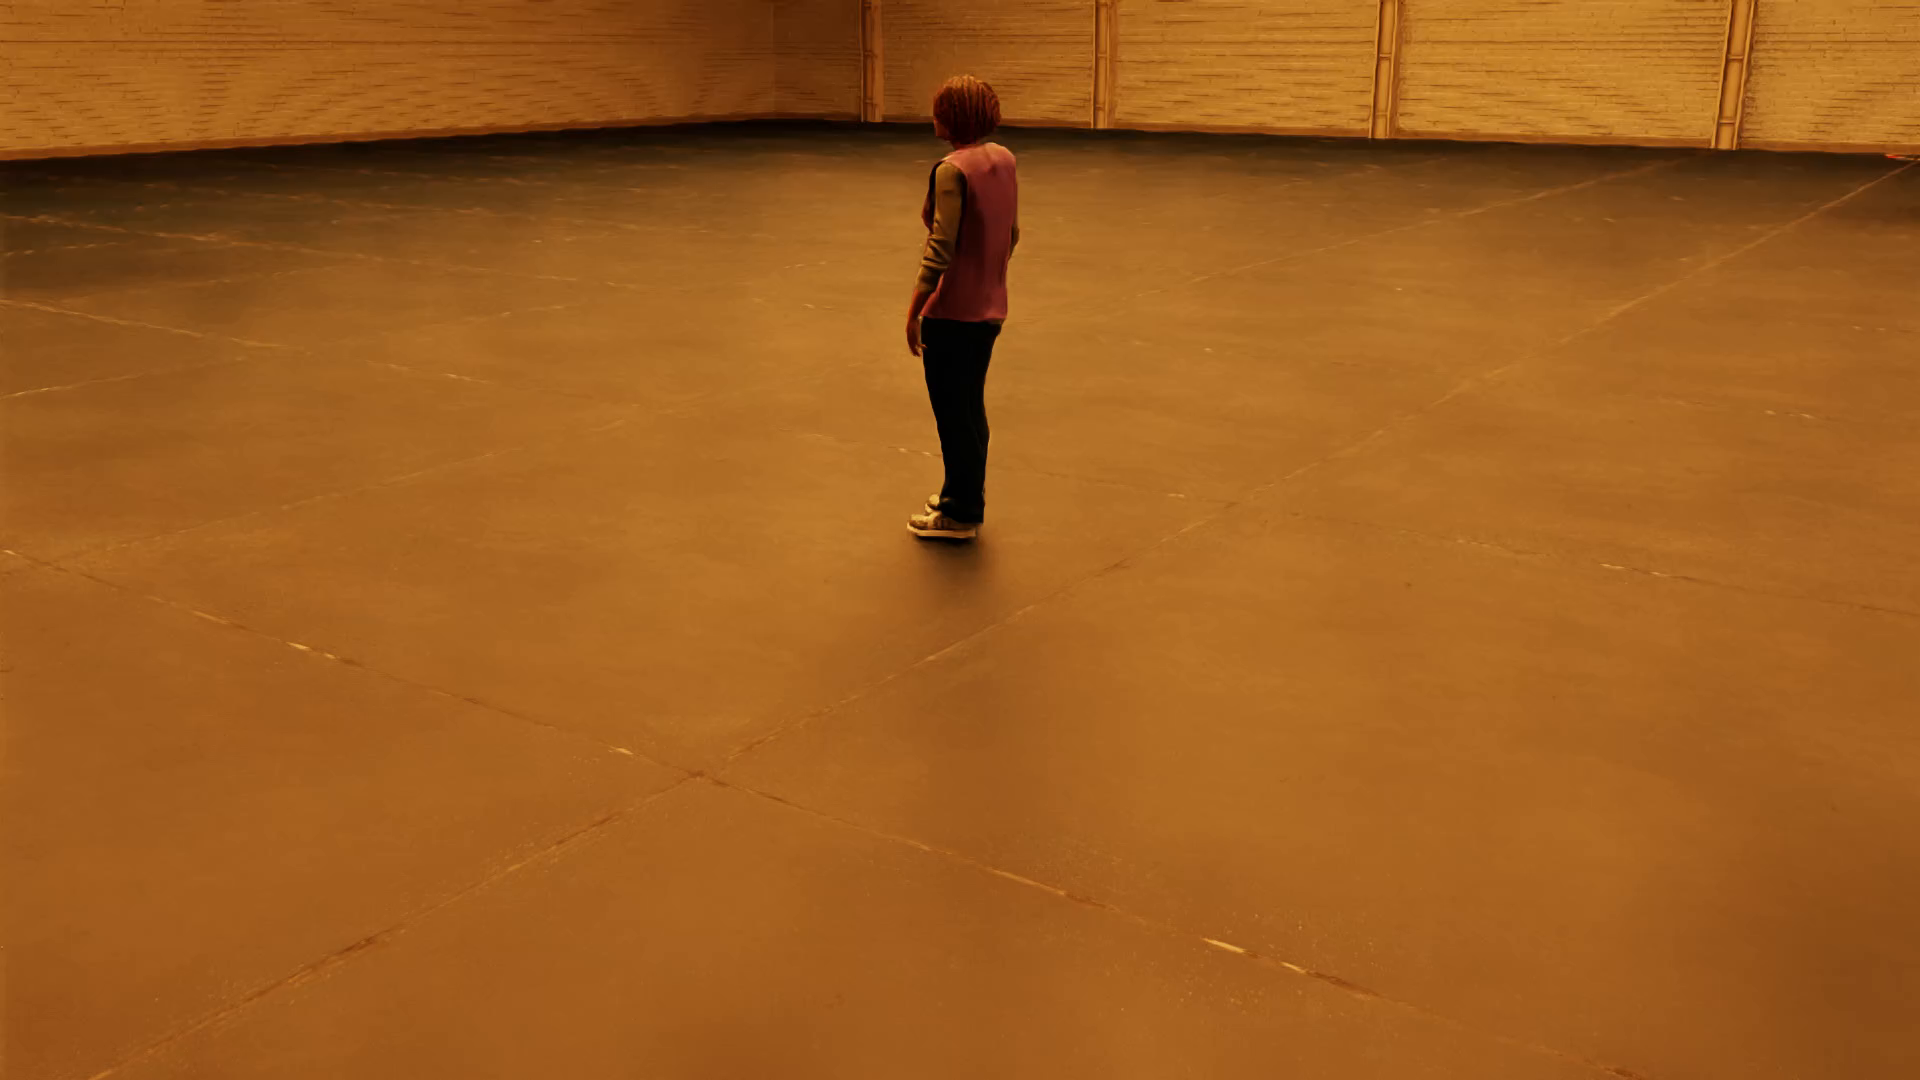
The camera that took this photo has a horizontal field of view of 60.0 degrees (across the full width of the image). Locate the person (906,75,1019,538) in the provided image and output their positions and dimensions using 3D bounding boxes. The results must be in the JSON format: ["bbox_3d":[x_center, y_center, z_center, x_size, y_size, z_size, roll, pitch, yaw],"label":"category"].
[{"bbox_3d":[-0.053,-0.787,5.769,0.474,1.597,0.520,11,20,33],"label":"person"}]
